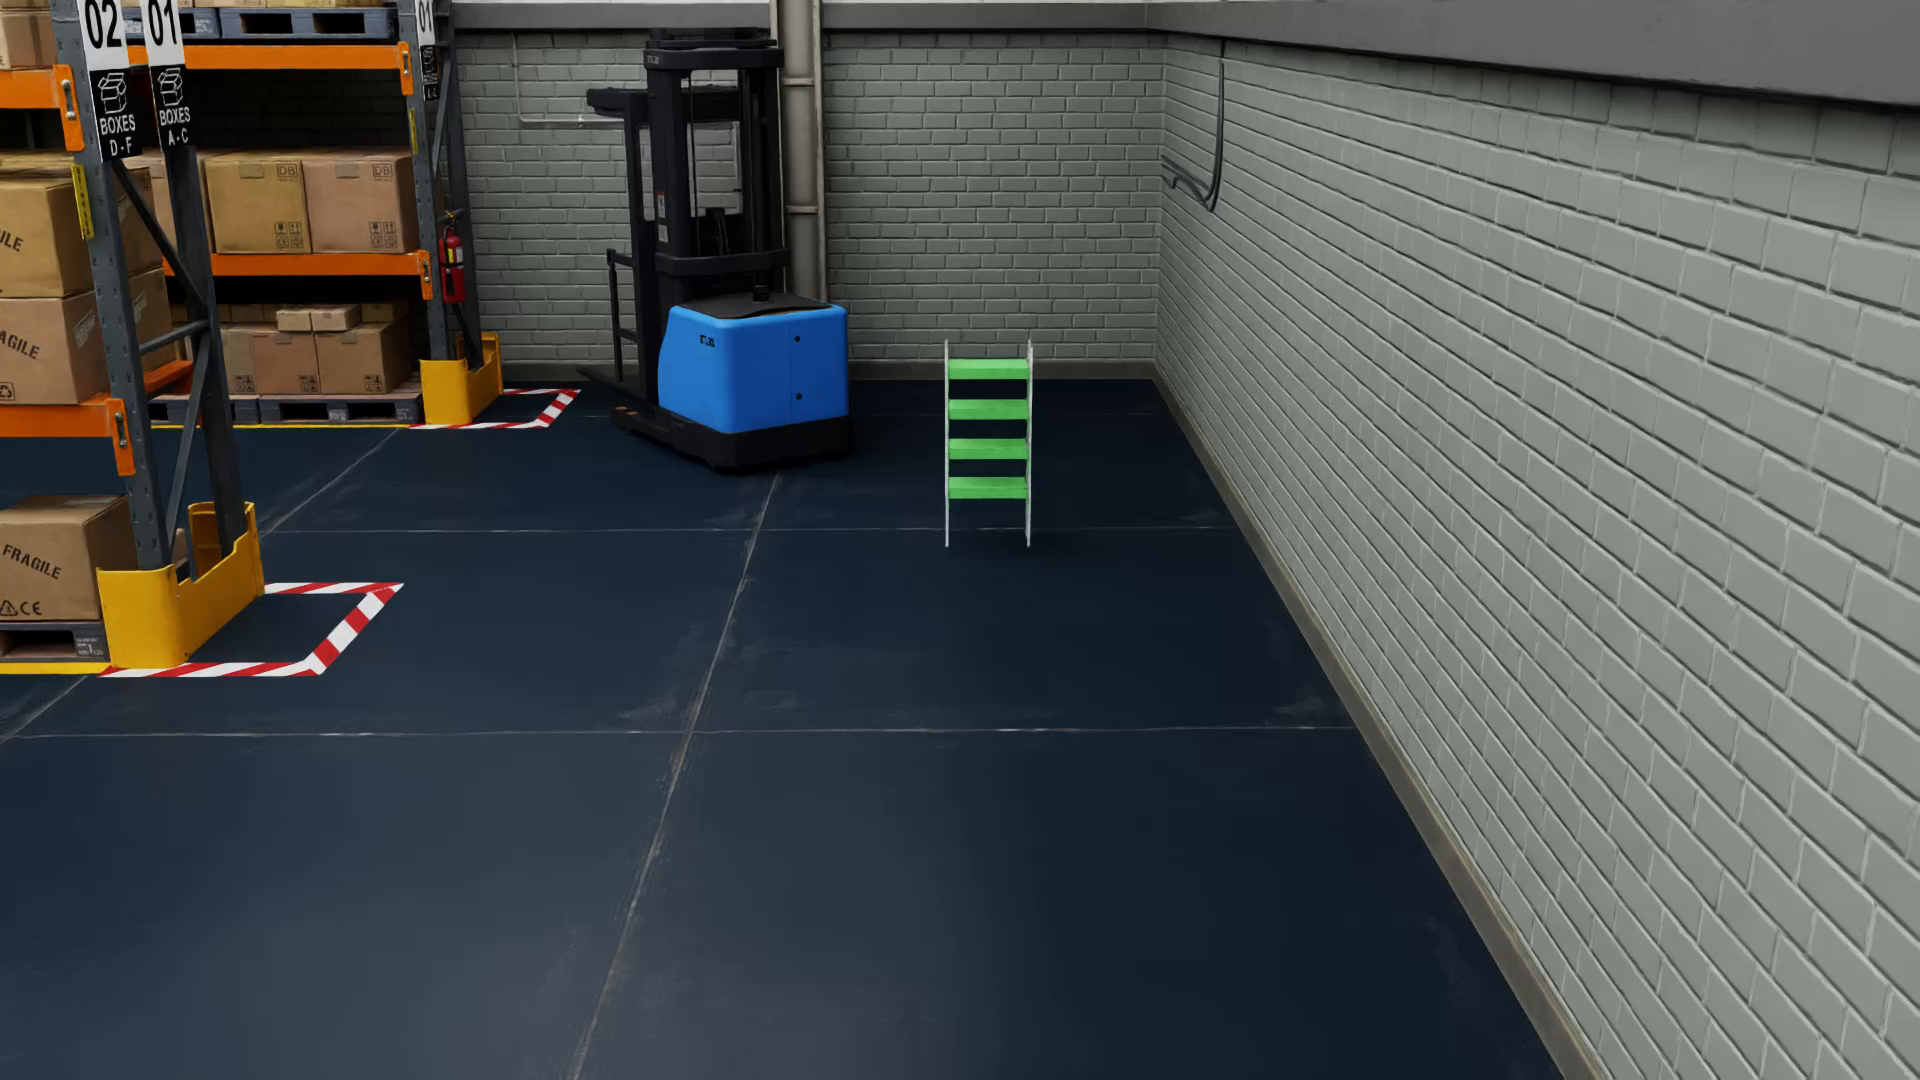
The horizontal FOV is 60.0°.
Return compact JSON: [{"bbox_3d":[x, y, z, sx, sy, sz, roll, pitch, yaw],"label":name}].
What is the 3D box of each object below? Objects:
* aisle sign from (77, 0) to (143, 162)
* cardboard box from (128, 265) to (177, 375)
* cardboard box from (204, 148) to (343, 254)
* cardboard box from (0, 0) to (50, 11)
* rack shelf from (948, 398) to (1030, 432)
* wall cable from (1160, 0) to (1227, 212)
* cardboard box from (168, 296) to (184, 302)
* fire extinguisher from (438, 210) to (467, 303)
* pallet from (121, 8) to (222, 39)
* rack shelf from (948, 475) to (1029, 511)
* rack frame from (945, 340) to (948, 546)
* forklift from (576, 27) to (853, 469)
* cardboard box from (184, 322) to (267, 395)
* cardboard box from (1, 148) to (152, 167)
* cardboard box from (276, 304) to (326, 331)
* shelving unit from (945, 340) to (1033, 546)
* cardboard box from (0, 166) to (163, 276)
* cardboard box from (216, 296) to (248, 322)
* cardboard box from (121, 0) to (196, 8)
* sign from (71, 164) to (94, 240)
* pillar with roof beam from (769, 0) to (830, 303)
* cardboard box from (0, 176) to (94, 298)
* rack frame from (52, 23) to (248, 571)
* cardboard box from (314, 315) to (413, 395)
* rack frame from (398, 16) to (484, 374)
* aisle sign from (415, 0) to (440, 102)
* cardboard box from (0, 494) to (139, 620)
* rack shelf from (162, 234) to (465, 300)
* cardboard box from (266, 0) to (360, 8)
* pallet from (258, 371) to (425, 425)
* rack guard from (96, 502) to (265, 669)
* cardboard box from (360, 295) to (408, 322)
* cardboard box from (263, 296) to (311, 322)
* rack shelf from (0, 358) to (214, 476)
[{"bbox_3d":[-3.839,-2.125,7.505,0.004,0.787,0.394,0,18,-1],"label":"aisle sign"},{"bbox_3d":[-4.360,-1.106,8.422,0.500,0.500,0.500,0,18,0],"label":"cardboard box"},{"bbox_3d":[-5.231,-2.624,12.824,0.700,0.700,0.980,0,18,-1],"label":"cardboard box"},{"bbox_3d":[-4.422,-2.495,7.430,0.500,0.250,0.500,0,18,-1],"label":"cardboard box"},{"bbox_3d":[0.166,-0.740,9.813,0.480,0.148,0.258,0,18,-1],"label":"rack shelf"},{"bbox_3d":[1.667,-3.789,12.211,0.112,2.526,3.097,0,18,-1],"label":"wall cable"},{"bbox_3d":[-6.350,-1.830,13.185,0.250,0.149,0.380,0,18,0],"label":"cardboard box"},{"bbox_3d":[-3.836,-2.139,12.540,0.183,0.674,0.296,0,18,-1],"label":"fire extinguisher"},{"bbox_3d":[-5.959,-3.866,12.422,1.213,0.211,1.003,0,18,-1],"label":"pallet"},{"bbox_3d":[0.166,-0.283,9.960,0.480,0.148,0.258,0,18,-1],"label":"rack shelf"},{"bbox_3d":[-0.078,-0.571,9.863,0.015,1.200,0.240,0,18,-1],"label":"rack frame"},{"bbox_3d":[-2.027,-2.278,12.351,1.130,2.935,3.031,-12,21,-33],"label":"forklift"},{"bbox_3d":[-5.696,-1.464,13.105,0.500,0.500,0.700,-1,18,-3],"label":"cardboard box"},{"bbox_3d":[-6.721,-2.616,12.801,0.700,0.700,0.980,-1,18,-2],"label":"cardboard box"},{"bbox_3d":[-5.074,-1.720,12.842,0.250,0.149,0.380,0,18,1],"label":"cardboard box"},{"bbox_3d":[0.166,-0.572,9.867,0.503,1.200,0.258,0,18,-1],"label":"shelving unit"},{"bbox_3d":[-4.360,-1.582,8.269,0.500,0.500,0.500,0,18,1],"label":"cardboard box"},{"bbox_3d":[-5.838,-1.833,13.193,0.250,0.149,0.380,0,18,0],"label":"cardboard box"},{"bbox_3d":[-5.763,-4.006,12.109,0.500,0.250,0.500,-1,18,-3],"label":"cardboard box"},{"bbox_3d":[-3.924,-1.512,7.439,0.005,0.325,0.100,0,18,-1],"label":"sign"},{"bbox_3d":[-1.240,-4.312,8.758,0.400,9.000,9.100,0,18,-1],"label":"pillar with roof beam"},{"bbox_3d":[-4.353,-1.418,7.756,0.500,0.500,0.500,0,18,-1],"label":"cardboard box"},{"bbox_3d":[-3.912,-0.980,8.192,0.127,3.000,1.000,0,18,-1],"label":"rack frame"},{"bbox_3d":[-4.693,-1.469,13.121,0.500,0.500,0.700,0,18,-1],"label":"cardboard box"},{"bbox_3d":[-3.994,-2.493,12.909,0.127,3.000,1.000,0,18,-1],"label":"rack frame"},{"bbox_3d":[-3.918,-3.640,12.227,0.004,0.787,0.394,0,18,-1],"label":"aisle sign"},{"bbox_3d":[-4.452,0.078,8.264,0.500,0.500,0.500,0,18,-1],"label":"cardboard box"},{"bbox_3d":[-5.994,-2.141,12.989,4.000,0.370,1.077,0,18,-1],"label":"rack shelf"},{"bbox_3d":[-4.722,-4.013,12.130,0.500,0.250,0.500,0,18,1],"label":"cardboard box"},{"bbox_3d":[-4.793,-1.138,13.248,1.213,0.211,1.003,0,18,-1],"label":"pallet"},{"bbox_3d":[-3.988,0.210,8.573,0.348,0.500,1.175,0,18,-1],"label":"rack guard"},{"bbox_3d":[-4.571,-1.839,13.214,0.250,0.149,0.380,0,18,0],"label":"cardboard box"},{"bbox_3d":[-5.328,-1.836,13.202,0.250,0.149,0.380,0,18,0],"label":"cardboard box"},{"bbox_3d":[-5.912,-0.628,8.272,4.000,0.370,1.077,0,18,-1],"label":"rack shelf"}]
